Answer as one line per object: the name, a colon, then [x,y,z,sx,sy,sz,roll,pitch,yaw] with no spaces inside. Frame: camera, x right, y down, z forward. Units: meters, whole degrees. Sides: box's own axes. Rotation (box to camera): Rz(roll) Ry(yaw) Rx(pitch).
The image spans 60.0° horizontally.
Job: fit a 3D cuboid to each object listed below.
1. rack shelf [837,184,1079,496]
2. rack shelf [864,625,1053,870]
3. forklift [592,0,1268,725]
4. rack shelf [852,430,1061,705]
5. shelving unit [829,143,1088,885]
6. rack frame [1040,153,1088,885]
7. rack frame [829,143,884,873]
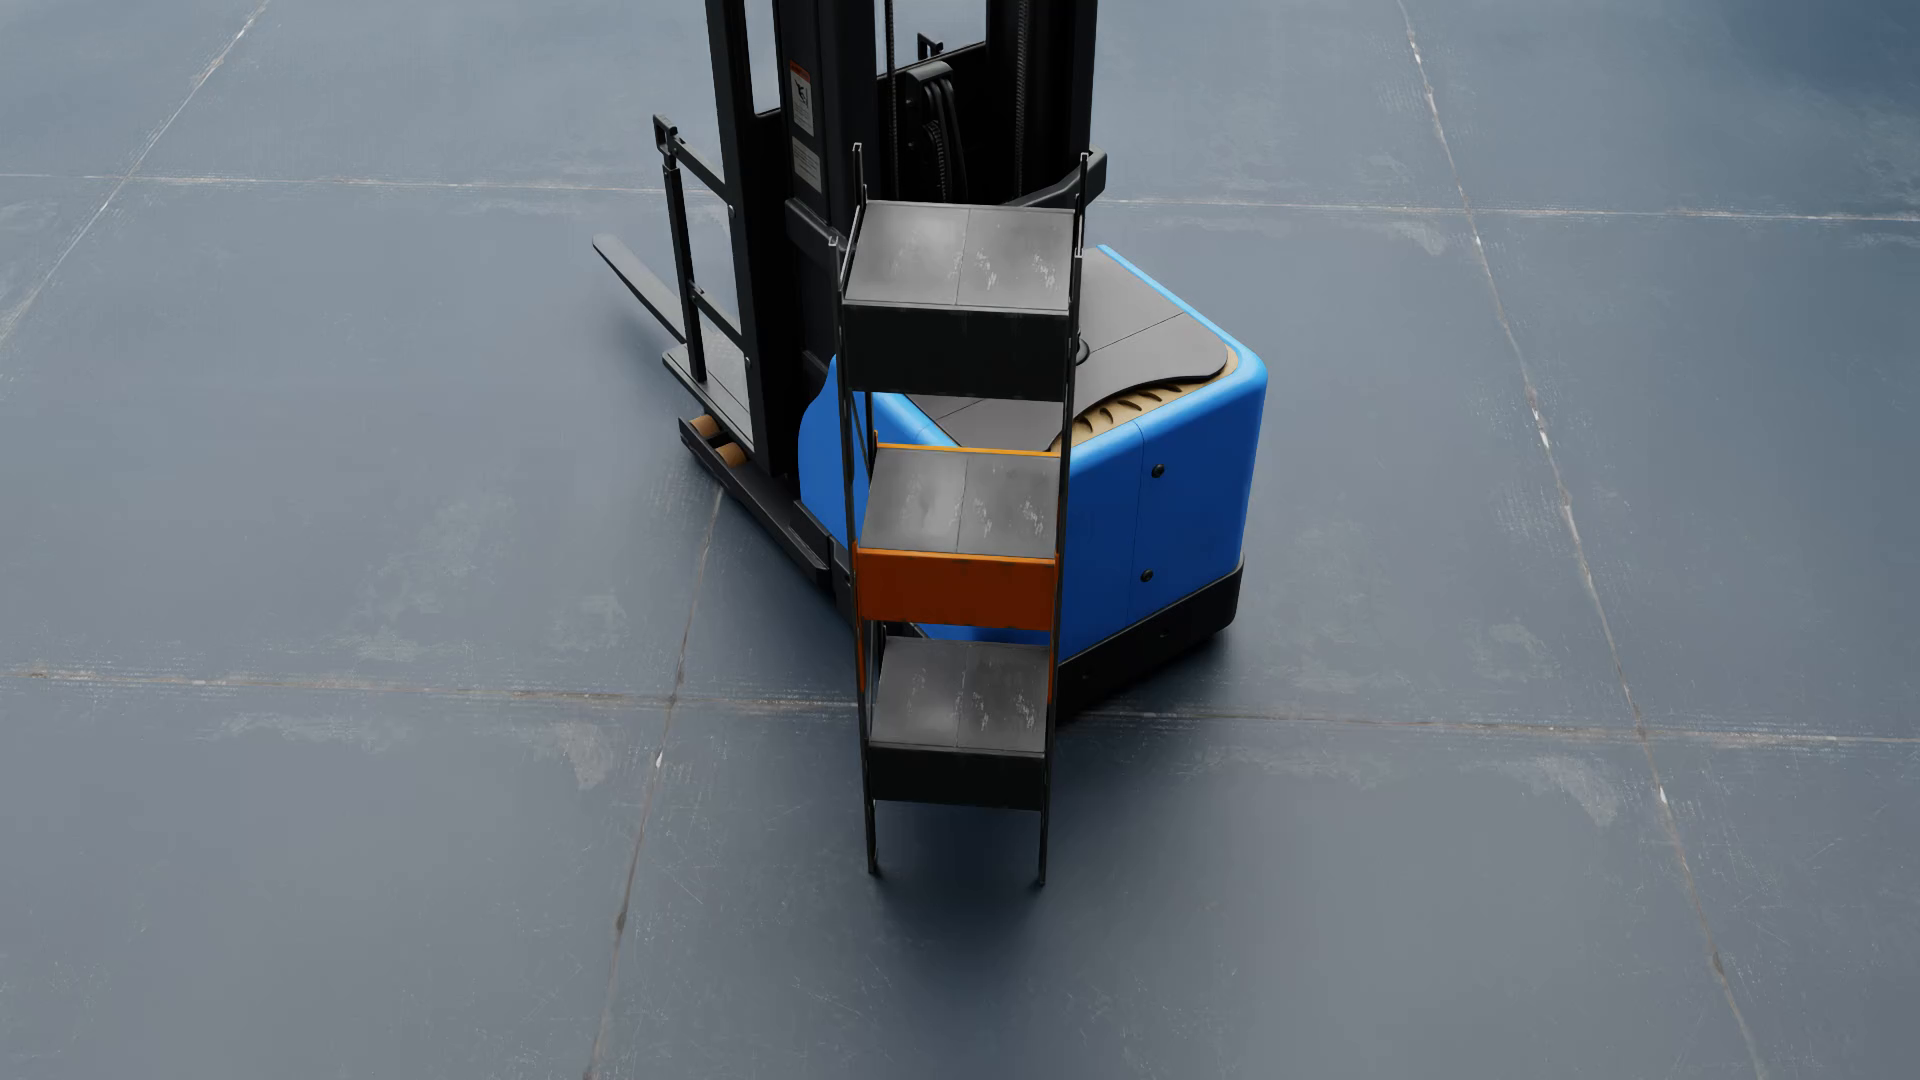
rack shelf: [0.007,-0.440,3.674,0.480,0.518,0.431,3,43,4]
rack shelf: [0.007,0.580,4.633,0.480,0.518,0.431,3,43,4]
forklift: [-0.357,-1.422,5.127,1.130,2.935,3.031,-25,49,-25]
rack shelf: [0.007,0.070,4.153,0.480,0.518,0.431,3,43,4]
shelving unit: [0.007,0.060,4.144,0.503,2.100,0.431,3,43,4]
rack frame: [0.250,0.074,4.129,0.015,2.100,0.400,3,43,4]
rack frame: [-0.237,0.045,4.159,0.015,2.100,0.400,3,43,4]
